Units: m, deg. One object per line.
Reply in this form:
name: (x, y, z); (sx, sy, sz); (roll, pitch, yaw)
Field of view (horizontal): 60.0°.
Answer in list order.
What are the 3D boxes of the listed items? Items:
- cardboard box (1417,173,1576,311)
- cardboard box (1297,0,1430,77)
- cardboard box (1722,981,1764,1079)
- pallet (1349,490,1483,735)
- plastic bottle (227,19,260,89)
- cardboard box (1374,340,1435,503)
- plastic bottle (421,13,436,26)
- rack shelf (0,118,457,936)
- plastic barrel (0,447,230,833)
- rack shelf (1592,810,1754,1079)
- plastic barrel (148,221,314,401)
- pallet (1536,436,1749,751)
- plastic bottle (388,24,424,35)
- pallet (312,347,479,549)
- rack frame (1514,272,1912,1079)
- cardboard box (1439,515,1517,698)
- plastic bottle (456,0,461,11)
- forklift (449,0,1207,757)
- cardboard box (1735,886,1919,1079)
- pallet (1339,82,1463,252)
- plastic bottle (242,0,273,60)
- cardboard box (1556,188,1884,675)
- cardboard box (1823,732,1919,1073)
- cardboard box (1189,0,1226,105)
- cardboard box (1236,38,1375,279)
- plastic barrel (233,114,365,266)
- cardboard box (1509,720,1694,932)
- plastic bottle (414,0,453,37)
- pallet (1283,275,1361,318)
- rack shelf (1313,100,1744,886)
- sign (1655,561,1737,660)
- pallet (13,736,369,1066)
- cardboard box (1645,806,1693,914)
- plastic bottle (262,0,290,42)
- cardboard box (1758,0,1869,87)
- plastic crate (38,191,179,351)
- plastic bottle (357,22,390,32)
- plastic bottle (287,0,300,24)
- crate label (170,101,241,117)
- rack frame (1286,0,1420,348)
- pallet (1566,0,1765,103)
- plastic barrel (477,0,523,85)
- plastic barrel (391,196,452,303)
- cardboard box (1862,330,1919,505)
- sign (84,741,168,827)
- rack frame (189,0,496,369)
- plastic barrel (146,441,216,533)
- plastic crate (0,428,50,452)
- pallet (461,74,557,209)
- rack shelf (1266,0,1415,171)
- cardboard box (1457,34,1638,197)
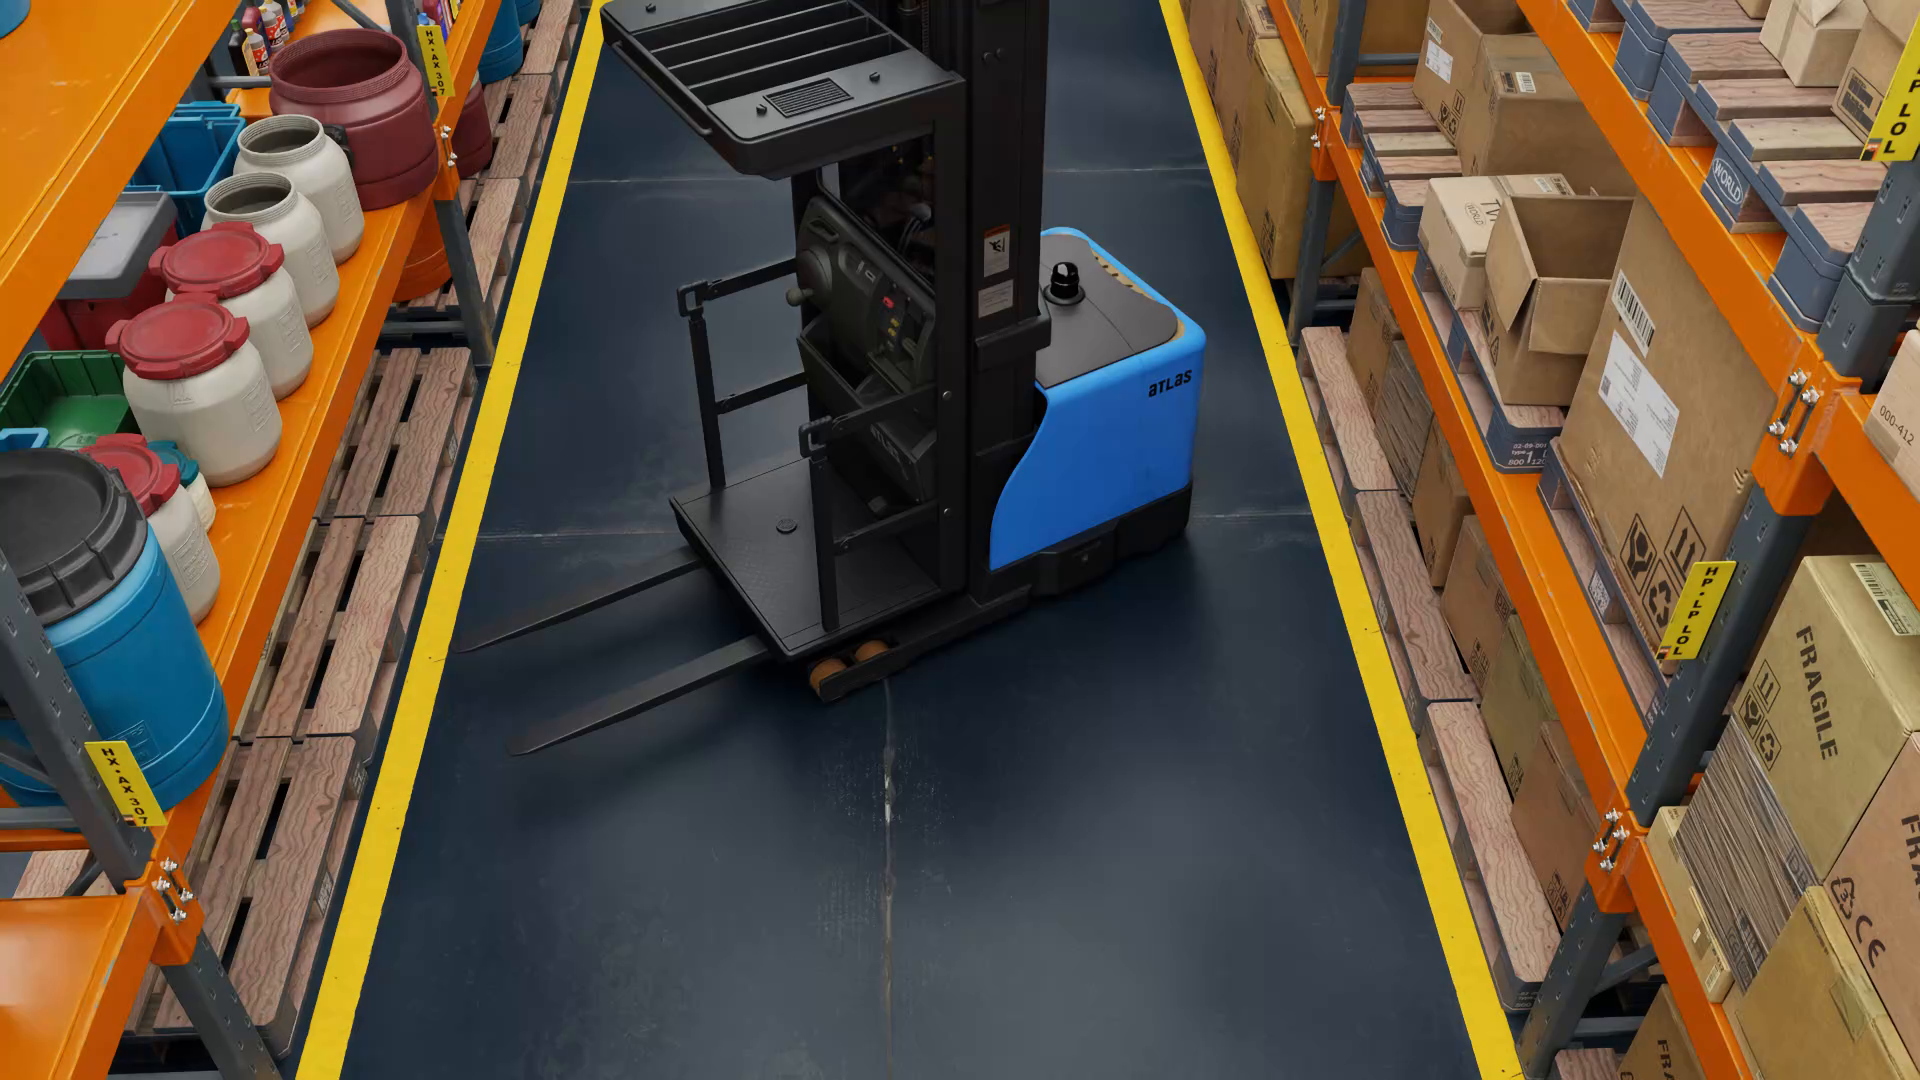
cardboard box: (1.987, -1.081, 6.010); (0.500, 0.250, 0.500); (-3, 43, -3)
cardboard box: (1.877, -2.483, 7.665); (0.500, 0.500, 0.500); (0, 43, 0)
cardboard box: (2.060, 1.164, 3.946); (0.380, 0.149, 0.250); (-2, 43, -2)
pallet: (2.226, 0.257, 6.813); (1.003, 0.211, 1.213); (-2, 43, -2)
plastic bottle: (-3.246, -2.196, 7.512); (0.061, 0.283, 0.133); (-2, 43, -2)
cardboard box: (2.231, -0.535, 7.138); (0.700, 0.500, 0.500); (-5, 43, -5)
plastic bottle: (-2.480, -2.351, 7.742); (0.097, 0.201, 0.097); (0, 43, 0)
rack shelf: (-2.718, -0.362, 5.958); (1.077, 0.370, 4.000); (-2, 43, -2)
plastic barrel: (-2.347, 0.268, 4.366); (0.600, 0.901, 0.708); (-2, 43, -2)
rack shelf: (2.401, 2.196, 3.167); (1.077, 0.370, 4.000); (-2, 43, -2)
plastic barrel: (-2.504, -0.767, 5.766); (0.433, 0.535, 0.433); (0, 43, 0)
pallet: (2.429, 0.131, 5.029); (1.003, 0.211, 1.213); (-2, 43, -2)
plastic bottle: (-2.498, -2.233, 7.558); (0.152, 0.276, 0.135); (-2, 43, -2)
pallet: (-2.809, -0.426, 7.558); (1.003, 0.211, 1.213); (-2, 43, -2)
rack frame: (2.316, 0.580, 4.397); (1.000, 3.000, 0.127); (-2, 43, -2)
cardboard box: (2.285, 0.224, 6.310); (0.700, 0.500, 0.500); (-5, 43, -5)
plastic bottle: (-2.501, -2.687, 8.109); (0.097, 0.201, 0.097); (0, 43, 0)
forklift: (-0.529, -0.859, 6.018); (3.031, 2.935, 1.130); (-23, 47, -23)
cardboard box: (2.259, 1.078, 3.560); (0.875, 0.500, 0.500); (-2, 43, -2)
pallet: (2.282, -1.571, 6.886); (1.213, 0.211, 1.003); (-2, 43, -2)
plastic bottle: (-3.256, -2.351, 7.682); (0.061, 0.283, 0.133); (-2, 43, -2)
cardboard box: (2.422, -0.336, 4.642); (1.000, 1.000, 1.000); (-1, 43, -2)
cardboard box: (2.104, 0.714, 3.217); (0.500, 0.500, 0.500); (-2, 43, -2)
cardboard box: (2.062, -3.157, 9.736); (1.225, 0.875, 0.875); (-3, 43, -3)
cardboard box: (2.137, -1.958, 8.428); (1.225, 0.875, 0.875); (-3, 43, -4)
plastic barrel: (-2.546, -1.331, 6.399); (0.421, 0.512, 0.421); (0, 43, 0)
cardboard box: (2.311, 0.925, 5.546); (0.700, 0.500, 0.500); (-5, 43, -5)
plastic bottle: (-2.518, -2.546, 7.899); (0.152, 0.276, 0.135); (-2, 43, -2)
pallet: (2.188, -1.626, 8.868); (1.003, 0.211, 1.213); (-2, 43, -2)
rack shelf: (2.231, -0.504, 6.113); (1.077, 0.370, 4.000); (-2, 43, -2)
sign: (1.761, 0.172, 3.986); (0.100, 0.325, 0.005); (-2, 43, -2)
pallet: (-2.705, 1.222, 5.761); (1.003, 0.211, 1.213); (-2, 43, -2)
cardboard box: (2.024, 0.827, 4.314); (0.380, 0.149, 0.250); (-2, 43, -2)
plastic bottle: (-3.247, -2.465, 7.867); (0.097, 0.201, 0.097); (0, 43, 0)
cardboard box: (2.176, -1.262, 3.976); (0.396, 0.266, 0.258); (0, 43, 0)
plastic crate: (-3.040, -0.902, 5.966); (0.402, 0.464, 0.583); (-2, 43, -2)
plastic bottle: (-2.650, -2.229, 7.554); (0.152, 0.276, 0.135); (-2, 43, -2)
plastic bottle: (-3.255, -2.597, 8.010); (0.097, 0.201, 0.097); (0, 43, 0)
crate label: (-3.159, -1.621, 6.922); (0.303, 0.233, 0.416); (-2, 43, -2)
rack frame: (2.146, -2.120, 7.343); (1.000, 3.000, 0.127); (-2, 43, -2)
pallet: (2.349, -1.576, 4.668); (1.213, 0.211, 1.003); (-2, 43, -2)
plastic barrel: (-2.936, -3.214, 9.778); (0.600, 0.901, 0.708); (-2, 43, -2)
plastic barrel: (-2.841, -1.662, 8.139); (0.600, 0.830, 0.708); (-2, 43, -2)
cardboard box: (2.079, -0.159, 3.094); (0.500, 0.250, 0.500); (-3, 43, -3)
sign: (-2.083, 0.612, 4.157); (0.100, 0.325, 0.005); (-2, 43, -2)
rack frame: (-2.803, -1.978, 7.188); (1.000, 3.000, 0.127); (-2, 43, -2)
plastic barrel: (-2.536, -0.124, 5.268); (0.301, 0.262, 0.301); (0, 43, 0)
plastic crate: (-2.990, -0.007, 5.050); (0.392, 0.384, 0.575); (-2, 43, -2)
pallet: (-2.927, -2.302, 9.606); (1.003, 0.211, 1.213); (-2, 43, -2)
rack shelf: (2.061, -3.205, 9.059); (1.077, 0.370, 4.000); (-2, 43, -2)
cardboard box: (2.332, -1.574, 6.363); (0.700, 0.500, 0.500); (4, 43, 5)
